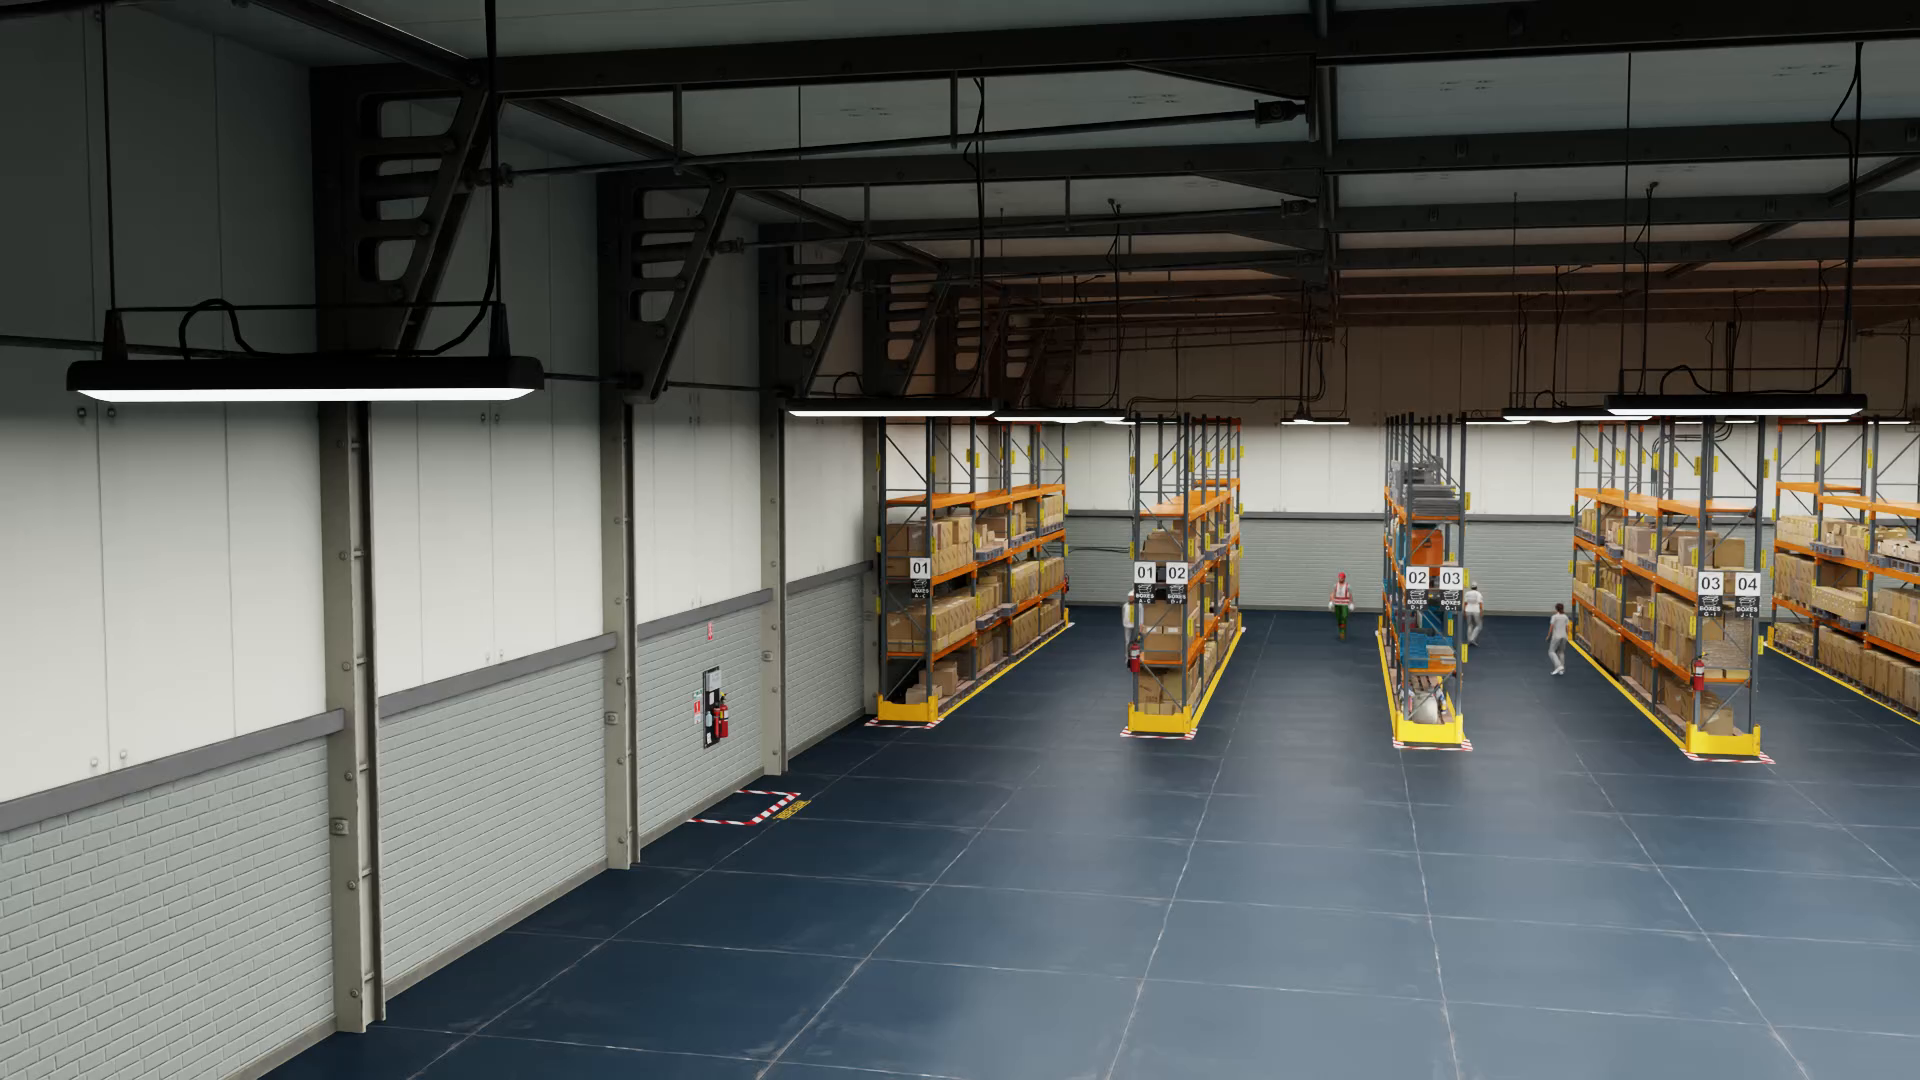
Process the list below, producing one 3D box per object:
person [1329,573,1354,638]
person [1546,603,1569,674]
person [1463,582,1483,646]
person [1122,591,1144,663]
[{"bbox_3d":[10.373,1.759,45.310,0.617,1.728,0.988,2,4,26],"label":"person"},{"bbox_3d":[13.931,2.417,38.574,0.507,1.411,0.576,-1,4,-11],"label":"person"},{"bbox_3d":[13.482,1.949,43.706,0.527,1.689,0.454,4,5,43],"label":"person"},{"bbox_3d":[4.219,2.105,40.594,0.559,1.718,1.055,1,4,10],"label":"person"}]
